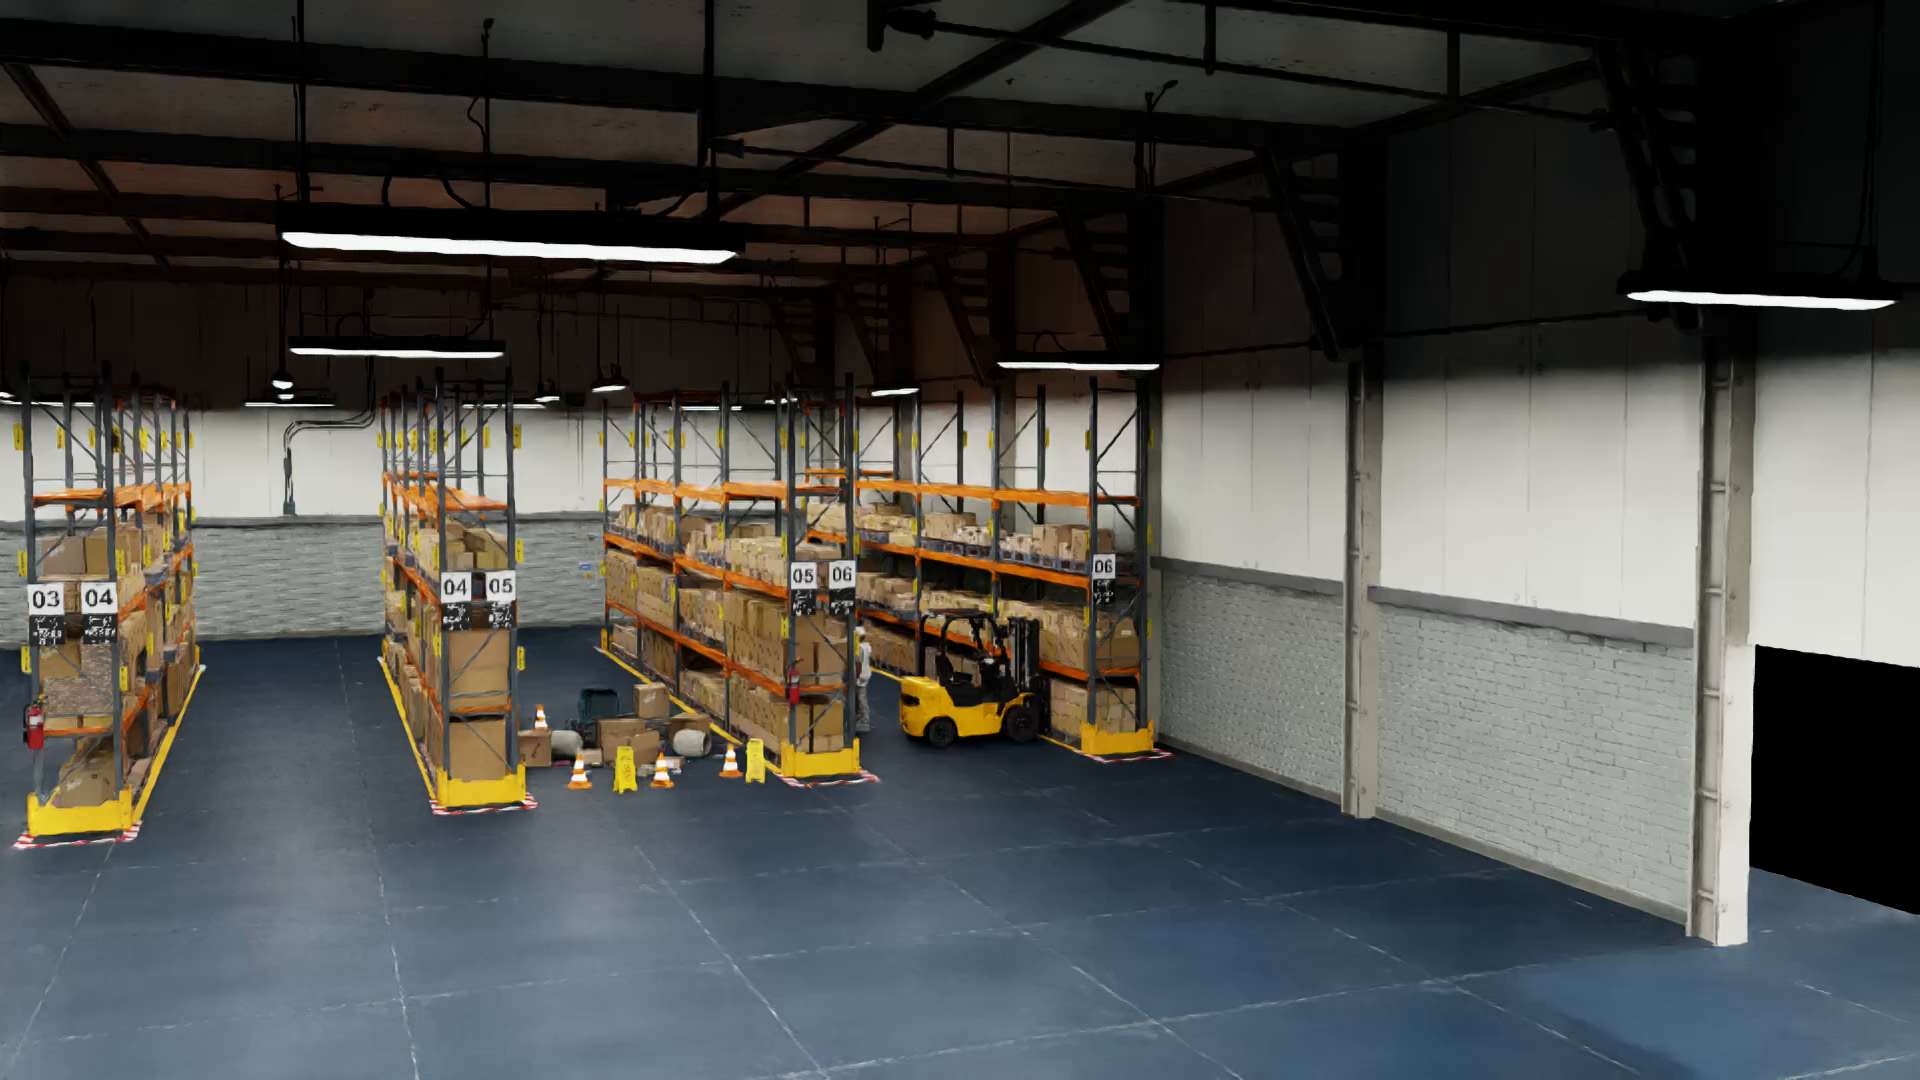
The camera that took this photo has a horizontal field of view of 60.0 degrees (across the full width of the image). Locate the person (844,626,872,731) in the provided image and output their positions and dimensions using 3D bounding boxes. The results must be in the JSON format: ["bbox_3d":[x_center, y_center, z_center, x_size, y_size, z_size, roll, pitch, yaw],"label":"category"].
[{"bbox_3d":[-1.774,2.371,28.635,0.486,1.783,0.616,1,3,9],"label":"person"}]
